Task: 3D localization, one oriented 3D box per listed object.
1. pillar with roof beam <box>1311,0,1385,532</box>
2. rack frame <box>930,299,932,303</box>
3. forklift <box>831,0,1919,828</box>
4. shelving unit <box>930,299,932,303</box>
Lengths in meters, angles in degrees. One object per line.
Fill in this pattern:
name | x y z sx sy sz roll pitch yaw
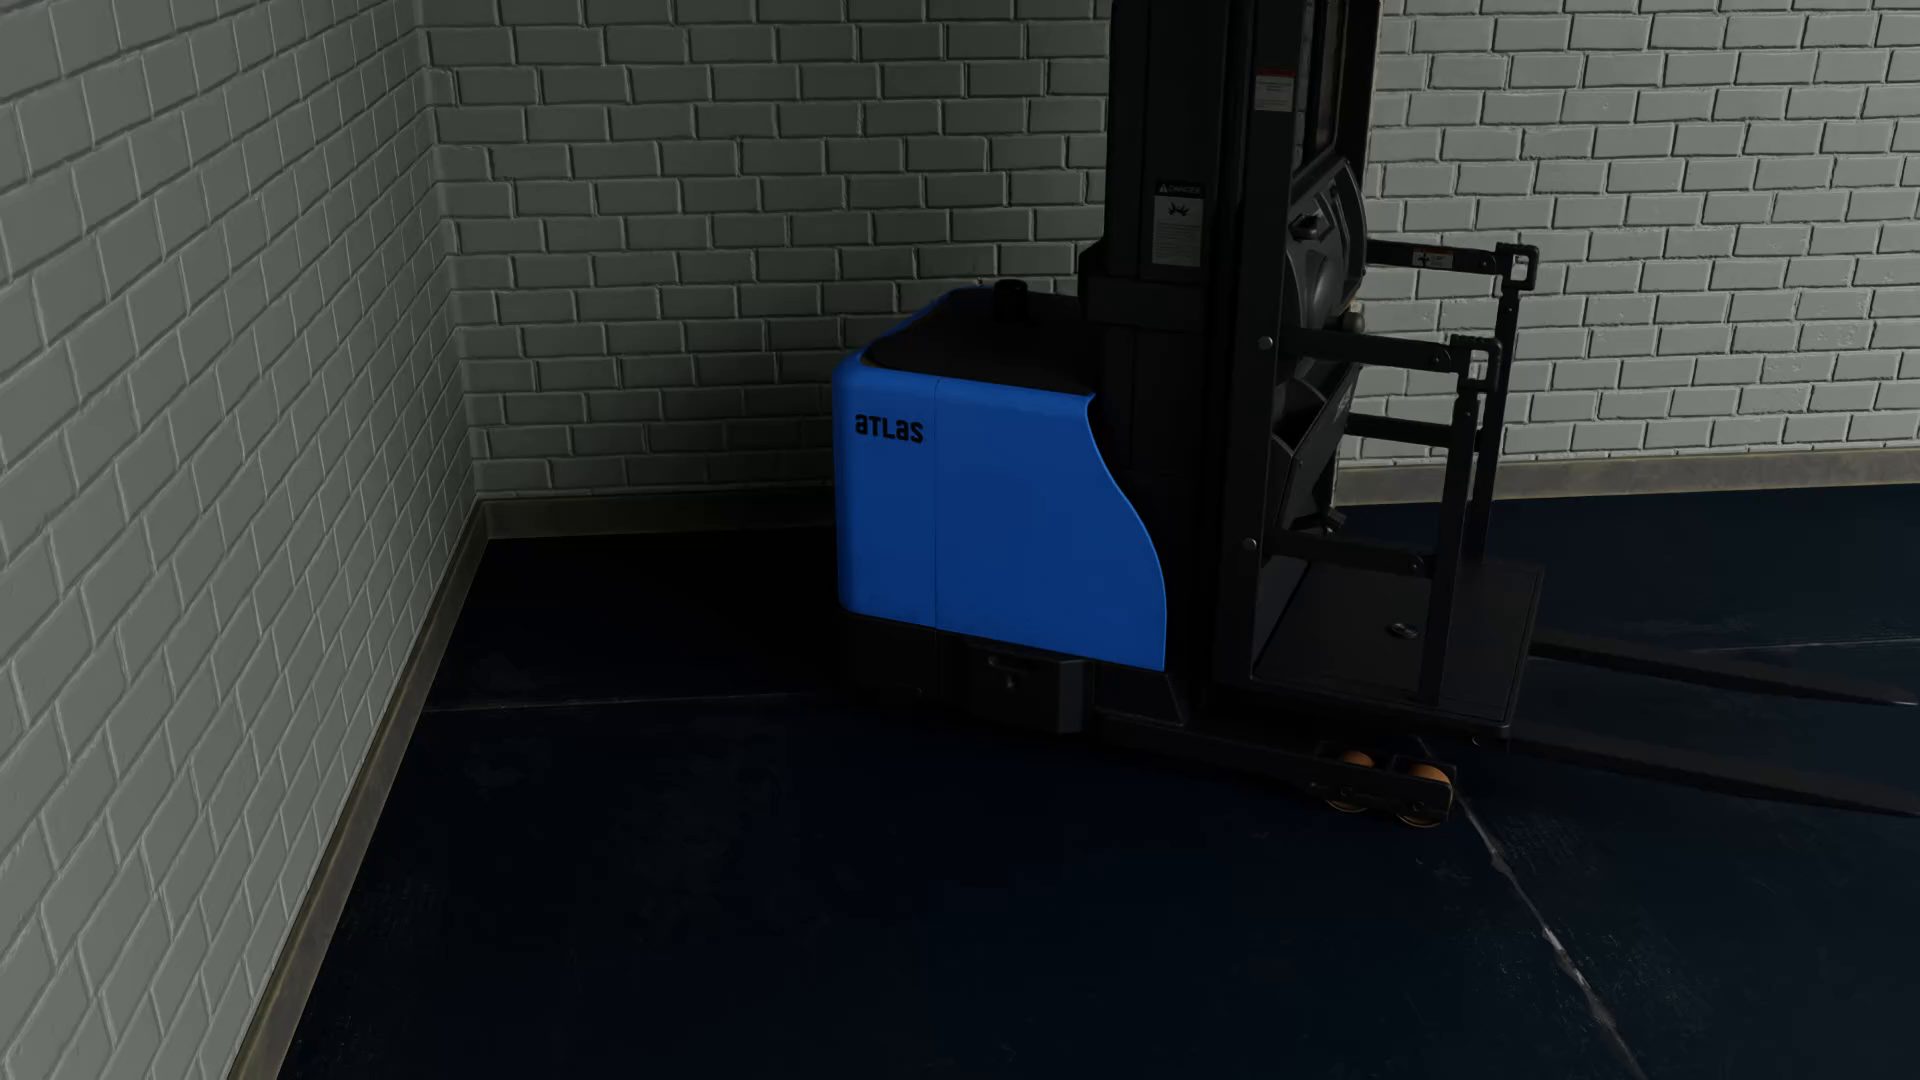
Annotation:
pillar with roof beam | 1.620 -2.446 0.675 0.400 9.000 9.100 -2 24 -5
rack frame | -0.093 -0.407 6.059 0.006 0.900 0.240 -2 24 -5
forklift | 1.182 -0.806 4.456 3.031 2.935 1.130 10 26 21
shelving unit | 0.008 -0.412 6.068 0.210 0.900 0.258 -2 24 -5
